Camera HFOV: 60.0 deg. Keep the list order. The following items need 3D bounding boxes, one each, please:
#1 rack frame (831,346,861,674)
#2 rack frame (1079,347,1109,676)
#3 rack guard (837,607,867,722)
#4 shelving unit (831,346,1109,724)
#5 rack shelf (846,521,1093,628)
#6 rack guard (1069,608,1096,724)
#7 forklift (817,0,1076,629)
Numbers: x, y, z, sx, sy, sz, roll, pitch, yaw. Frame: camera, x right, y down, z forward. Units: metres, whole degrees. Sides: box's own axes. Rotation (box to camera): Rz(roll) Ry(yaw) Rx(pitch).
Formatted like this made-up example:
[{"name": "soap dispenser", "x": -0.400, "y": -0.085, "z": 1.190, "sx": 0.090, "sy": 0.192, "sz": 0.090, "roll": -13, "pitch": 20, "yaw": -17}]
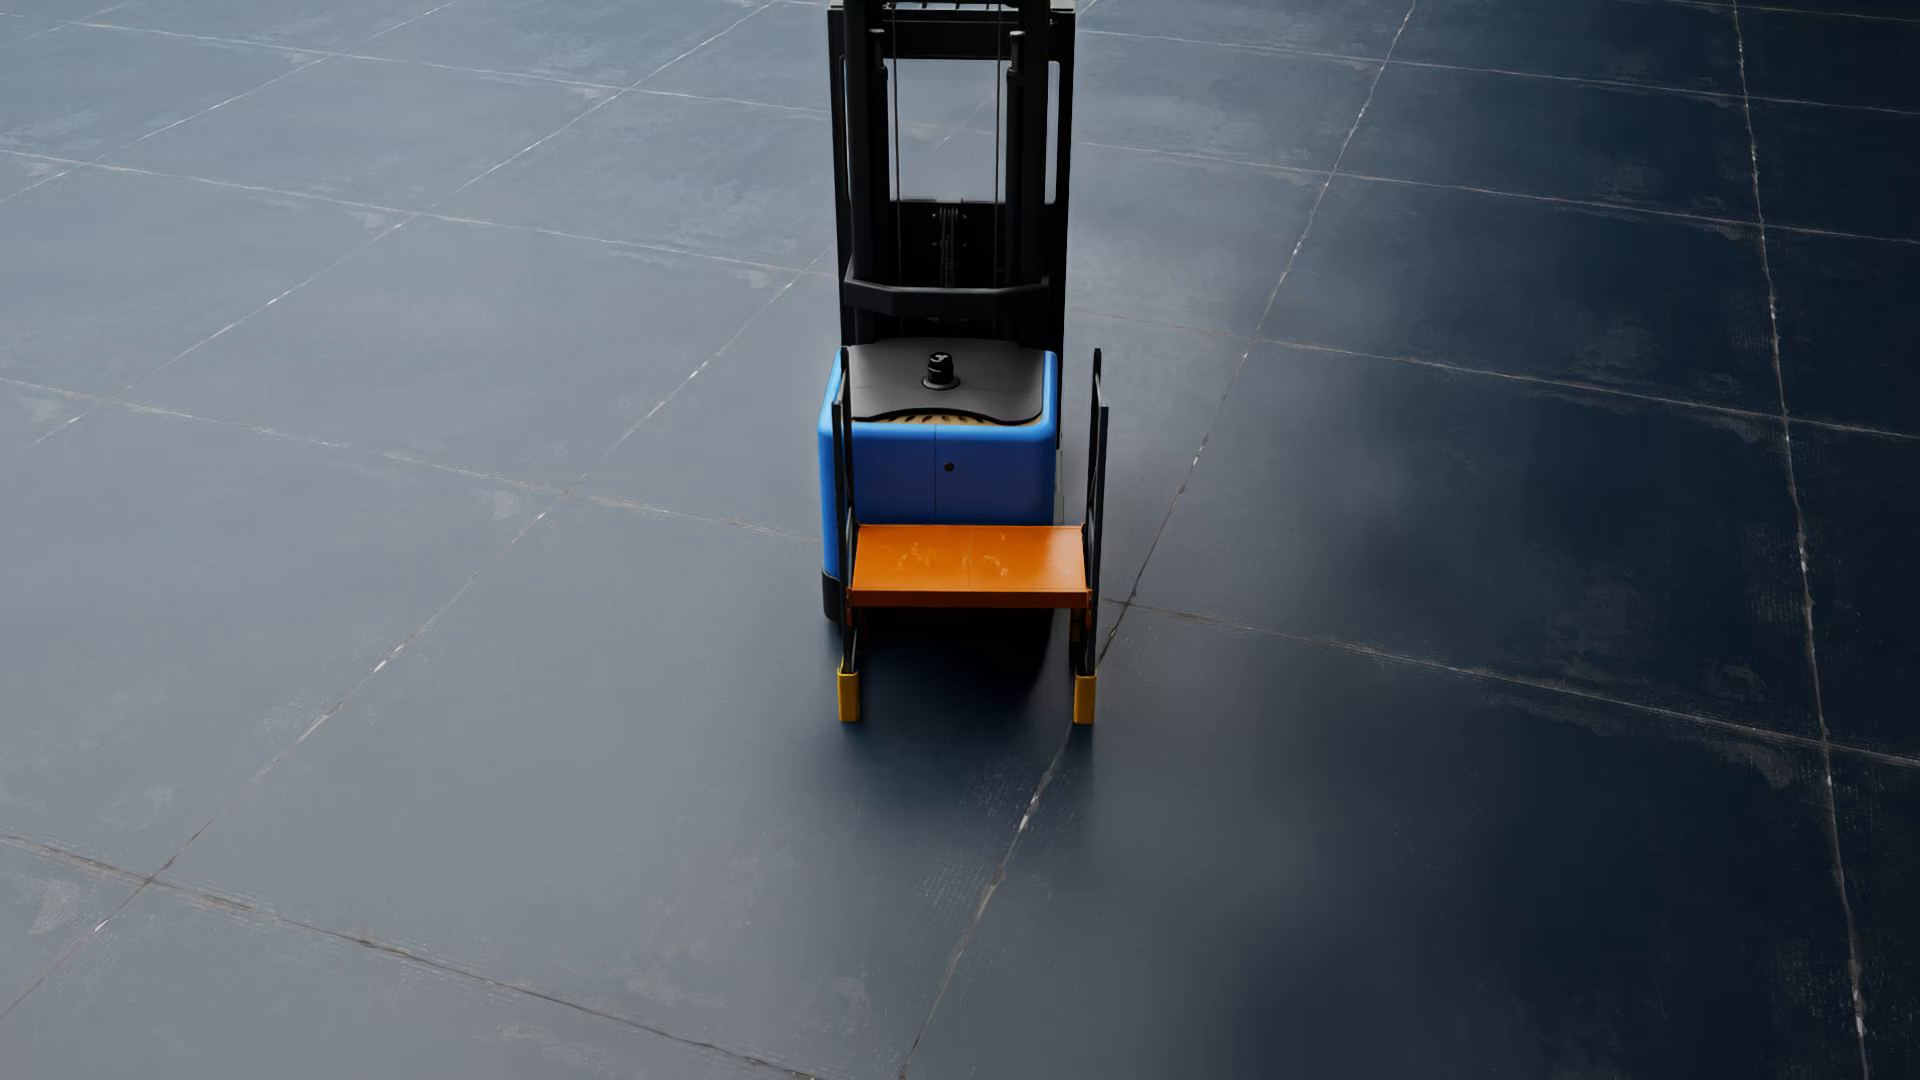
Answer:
[{"name": "rack frame", "x": -0.468, "y": -0.016, "z": 6.892, "sx": 0.032, "sy": 1.500, "sz": 0.500, "roll": 0, "pitch": 33, "yaw": 1}, {"name": "rack frame", "x": 0.549, "y": -0.008, "z": 6.880, "sx": 0.032, "sy": 1.500, "sz": 0.500, "roll": 0, "pitch": 33, "yaw": 1}, {"name": "rack guard", "x": -0.466, "y": 0.509, "z": 7.231, "sx": 0.087, "sy": 0.250, "sz": 0.587, "roll": 0, "pitch": 33, "yaw": 1}, {"name": "shelving unit", "x": 0.032, "y": -0.012, "z": 6.886, "sx": 1.083, "sy": 1.500, "sz": 0.587, "roll": 0, "pitch": 33, "yaw": 1}, {"name": "rack shelf", "x": 0.041, "y": 0.139, "z": 6.983, "sx": 1.000, "sy": 0.185, "sz": 0.538, "roll": 0, "pitch": 33, "yaw": 1}, {"name": "rack guard", "x": 0.530, "y": 0.516, "z": 7.220, "sx": 0.087, "sy": 0.250, "sz": 0.587, "roll": 0, "pitch": 33, "yaw": 1}, {"name": "forklift", "x": -0.023, "y": -1.600, "z": 8.026, "sx": 1.130, "sy": 2.935, "sz": 3.031, "roll": 2, "pitch": 33, "yaw": 3}]
